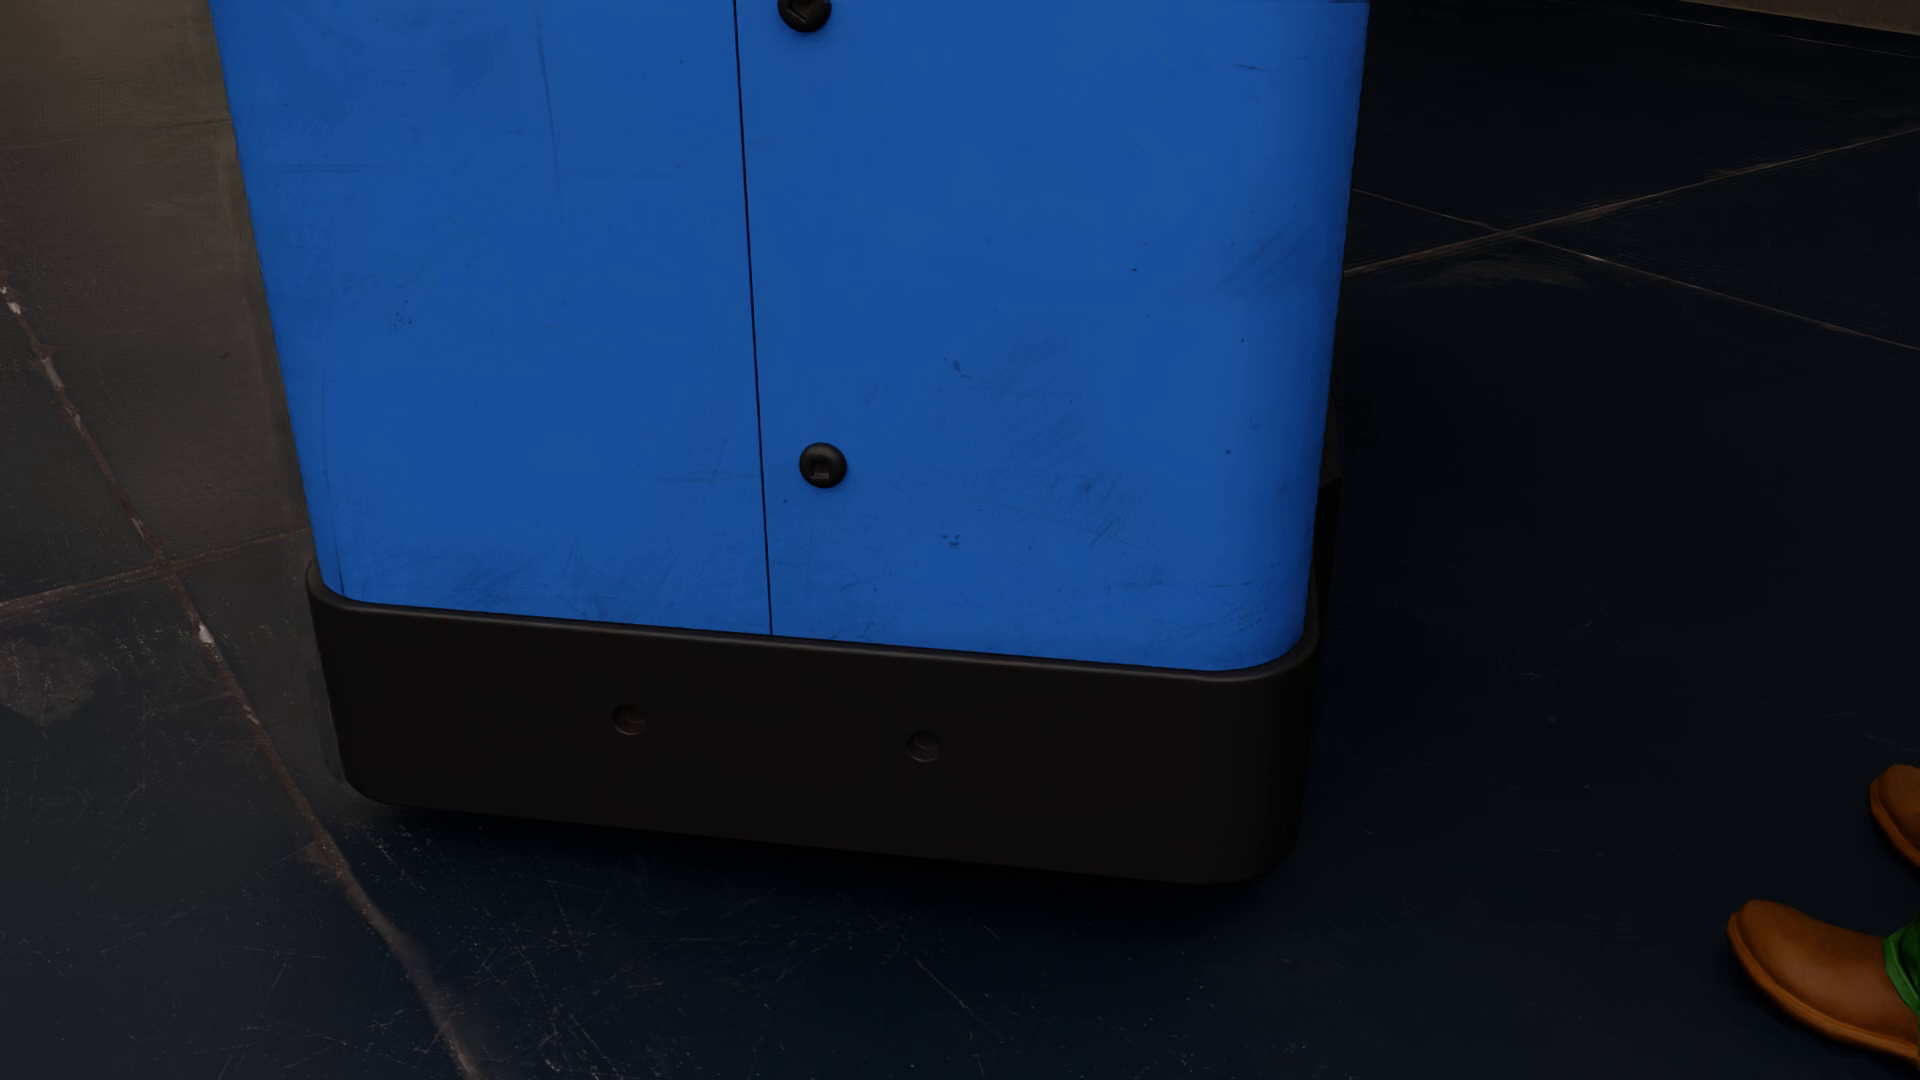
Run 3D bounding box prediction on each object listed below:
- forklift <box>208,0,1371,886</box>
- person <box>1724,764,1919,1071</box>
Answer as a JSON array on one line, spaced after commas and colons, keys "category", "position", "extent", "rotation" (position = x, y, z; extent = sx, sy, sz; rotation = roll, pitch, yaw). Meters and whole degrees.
[{"category": "forklift", "position": [0.055, -1.602, 2.425], "extent": [1.130, 2.935, 3.031], "rotation": [4, 27, 8]}, {"category": "person", "position": [0.967, -0.347, 1.197], "extent": [0.677, 1.793, 0.491], "rotation": [-16, 31, -29]}]
